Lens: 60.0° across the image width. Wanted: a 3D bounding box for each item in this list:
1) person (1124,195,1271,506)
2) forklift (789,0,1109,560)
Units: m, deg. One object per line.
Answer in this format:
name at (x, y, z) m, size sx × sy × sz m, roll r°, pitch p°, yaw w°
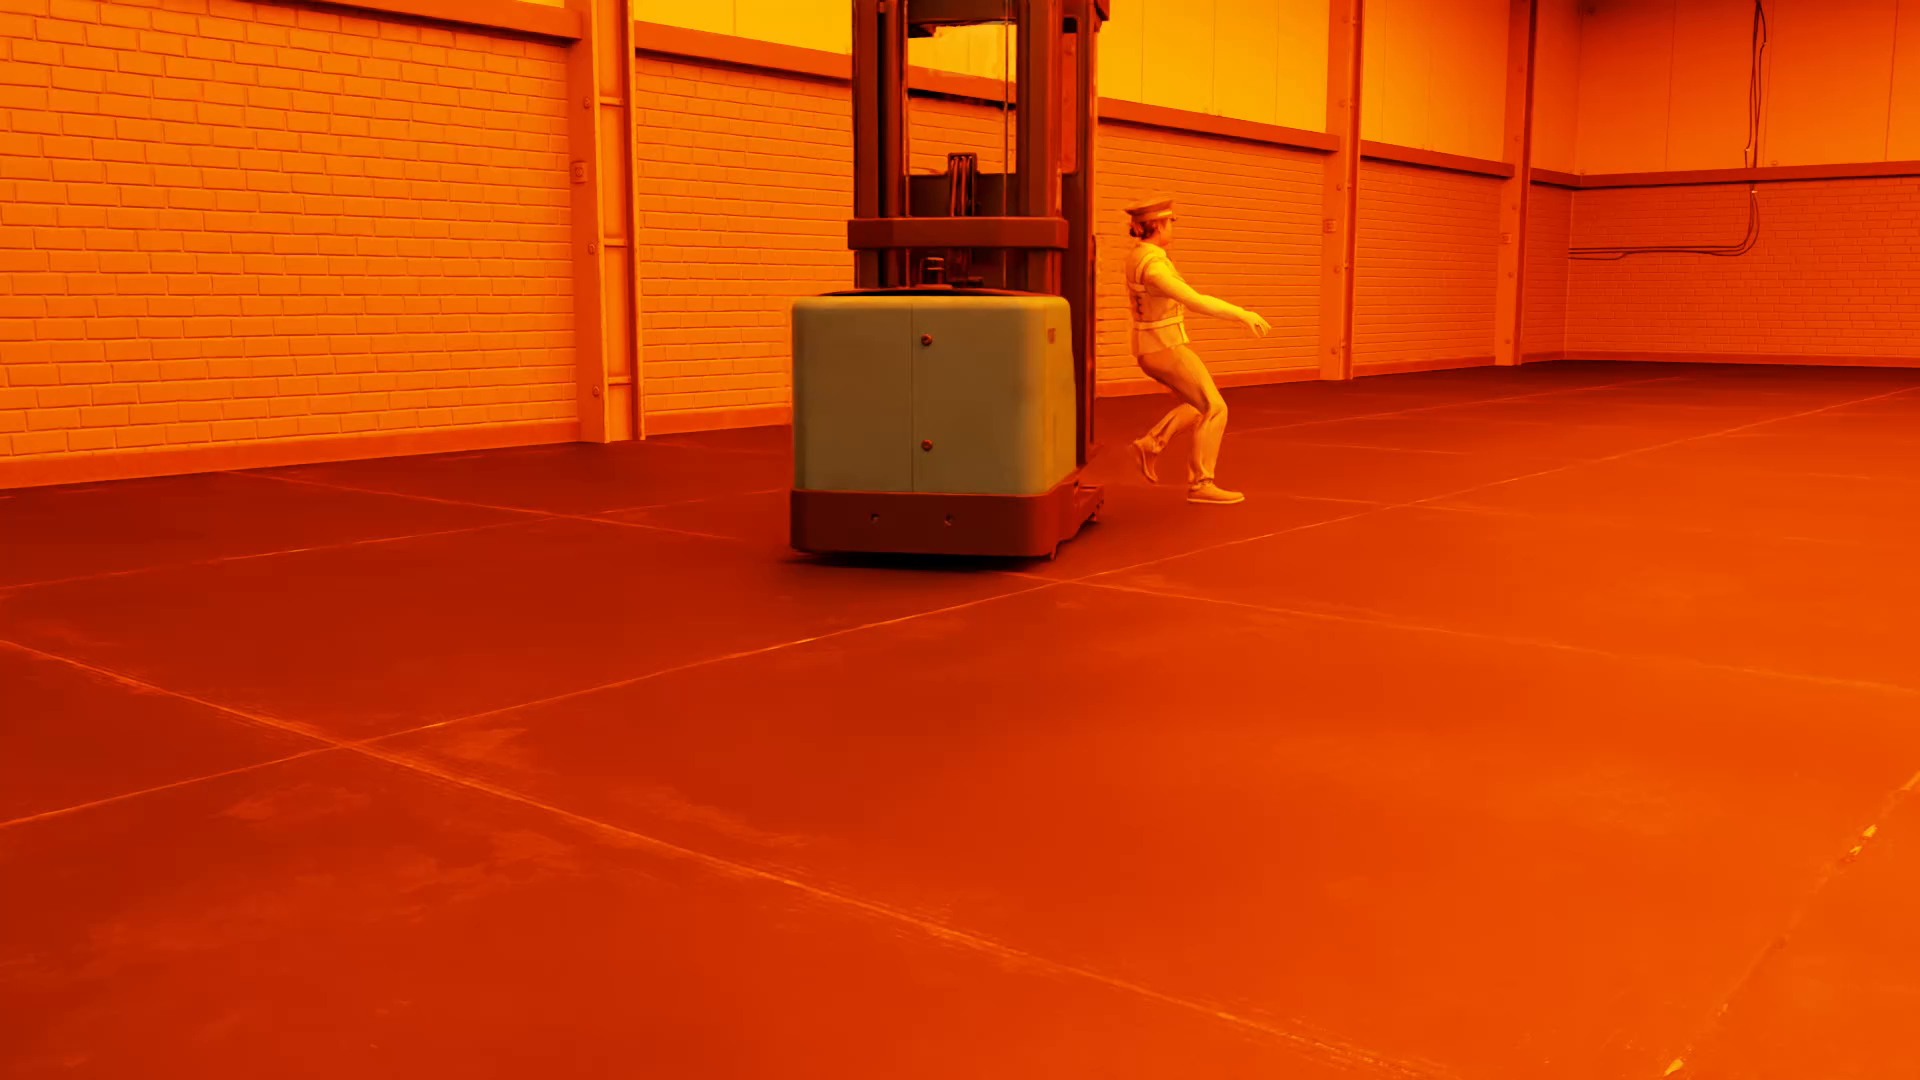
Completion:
person at (1.173, -0.988, 8.548) m, size 0.675 × 1.551 × 0.776 m, roll -1°, pitch 8°, yaw -4°
forklift at (0.101, -1.540, 7.809) m, size 1.130 × 2.935 × 3.031 m, roll 2°, pitch 8°, yaw 11°
